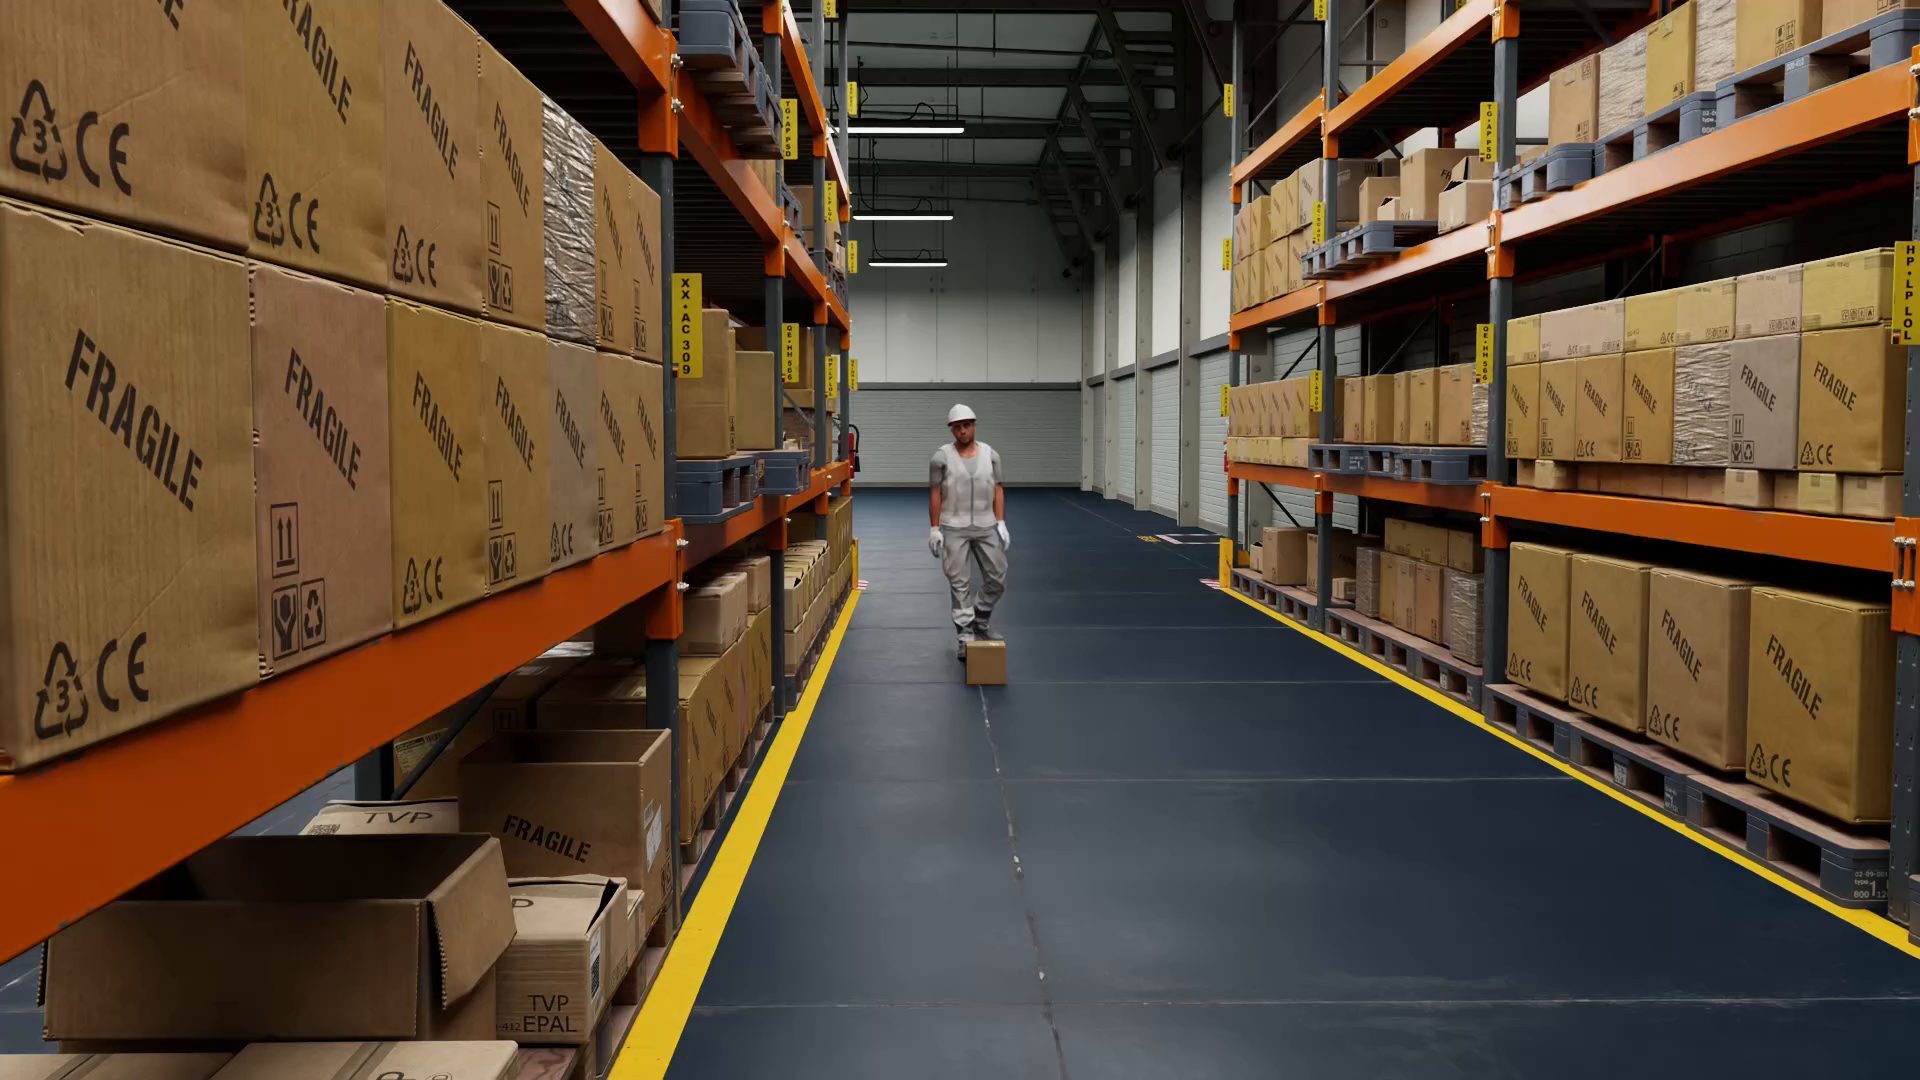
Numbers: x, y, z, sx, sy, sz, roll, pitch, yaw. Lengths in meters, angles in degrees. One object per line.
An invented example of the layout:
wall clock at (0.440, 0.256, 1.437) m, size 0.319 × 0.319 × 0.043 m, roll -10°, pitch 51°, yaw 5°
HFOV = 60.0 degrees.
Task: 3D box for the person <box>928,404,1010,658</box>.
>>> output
person at (0.064, -0.068, 11.777) m, size 0.606 × 1.783 × 0.592 m, roll -1°, pitch 4°, yaw -13°
